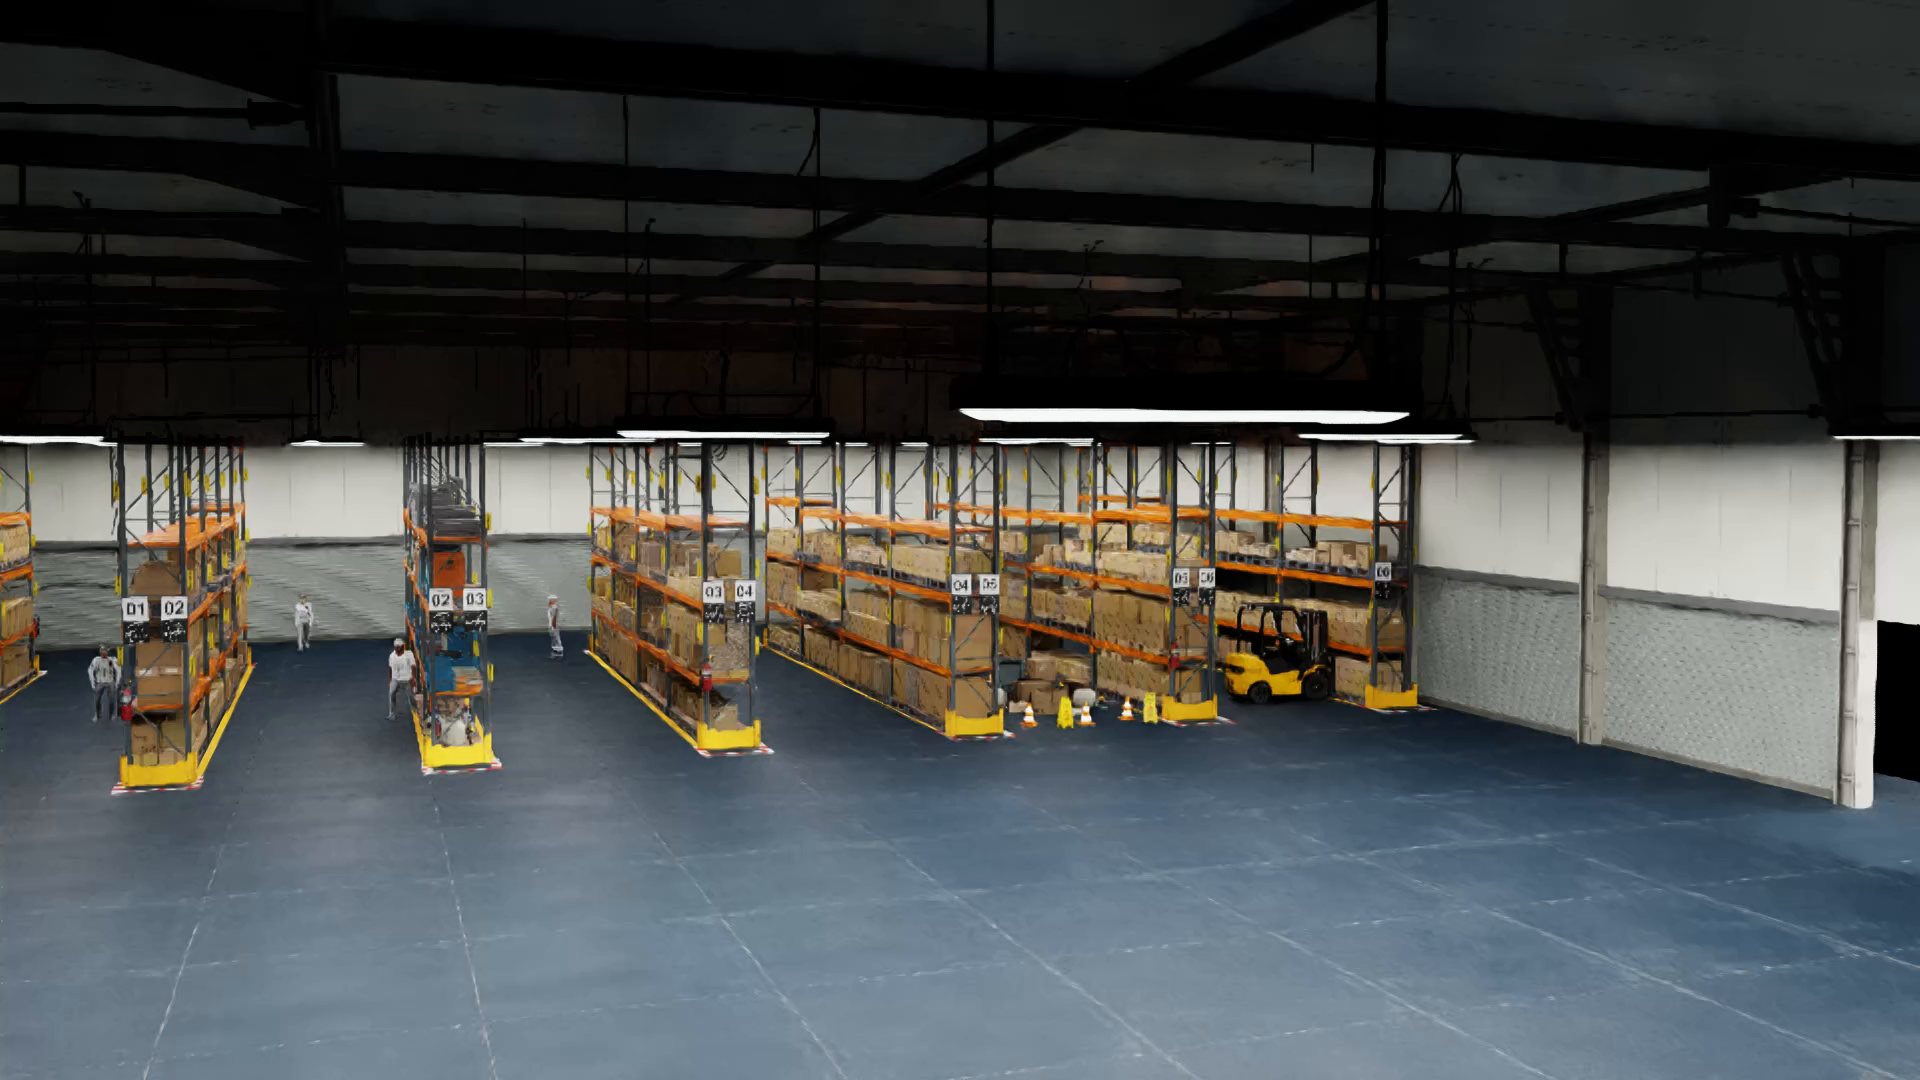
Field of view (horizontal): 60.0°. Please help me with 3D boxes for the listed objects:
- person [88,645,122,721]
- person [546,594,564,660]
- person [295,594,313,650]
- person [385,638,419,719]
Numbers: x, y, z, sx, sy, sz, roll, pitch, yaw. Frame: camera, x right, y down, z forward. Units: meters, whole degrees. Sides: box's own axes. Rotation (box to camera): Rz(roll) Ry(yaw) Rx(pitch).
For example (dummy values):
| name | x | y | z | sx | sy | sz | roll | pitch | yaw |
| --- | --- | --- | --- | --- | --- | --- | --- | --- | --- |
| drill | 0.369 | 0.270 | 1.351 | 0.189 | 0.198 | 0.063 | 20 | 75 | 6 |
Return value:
| name | x | y | z | sx | sy | sz | roll | pitch | yaw |
| --- | --- | --- | --- | --- | --- | --- | --- | --- | --- |
| person | -17.908 | 2.983 | 34.834 | 0.639 | 1.632 | 0.506 | -1 | 3 | -22 |
| person | -10.934 | 2.337 | 44.804 | 0.471 | 1.787 | 0.604 | -1 | 3 | -16 |
| person | -18.579 | 2.298 | 47.113 | 0.488 | 1.590 | 1.070 | -1 | 3 | -22 |
| person | -11.830 | 2.917 | 35.275 | 0.618 | 1.715 | 0.979 | 0 | 3 | 1 |
